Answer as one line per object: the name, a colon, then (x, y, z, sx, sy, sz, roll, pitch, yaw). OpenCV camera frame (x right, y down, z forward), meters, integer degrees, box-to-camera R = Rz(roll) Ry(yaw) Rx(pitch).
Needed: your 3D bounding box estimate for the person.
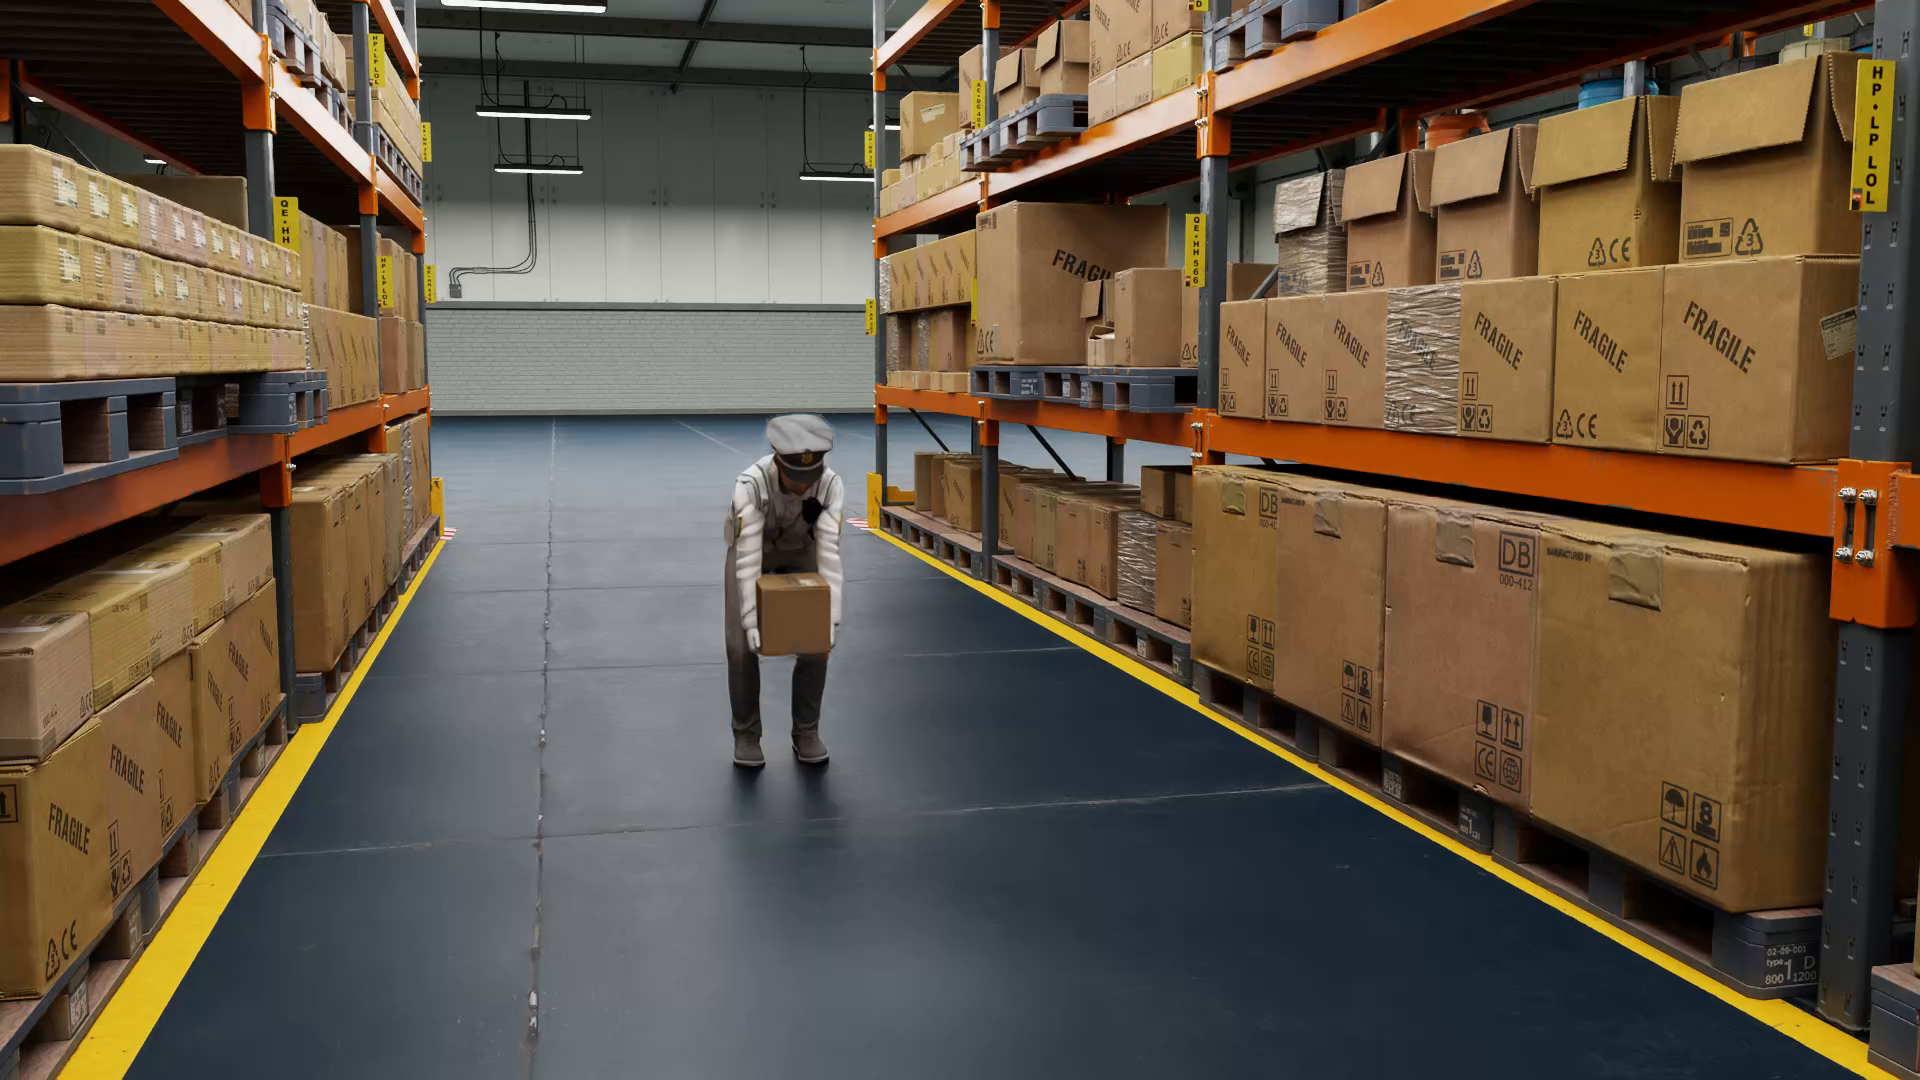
person: (-0.655, 0.204, 6.250, 0.417, 1.359, 0.849, -2, 6, -15)
